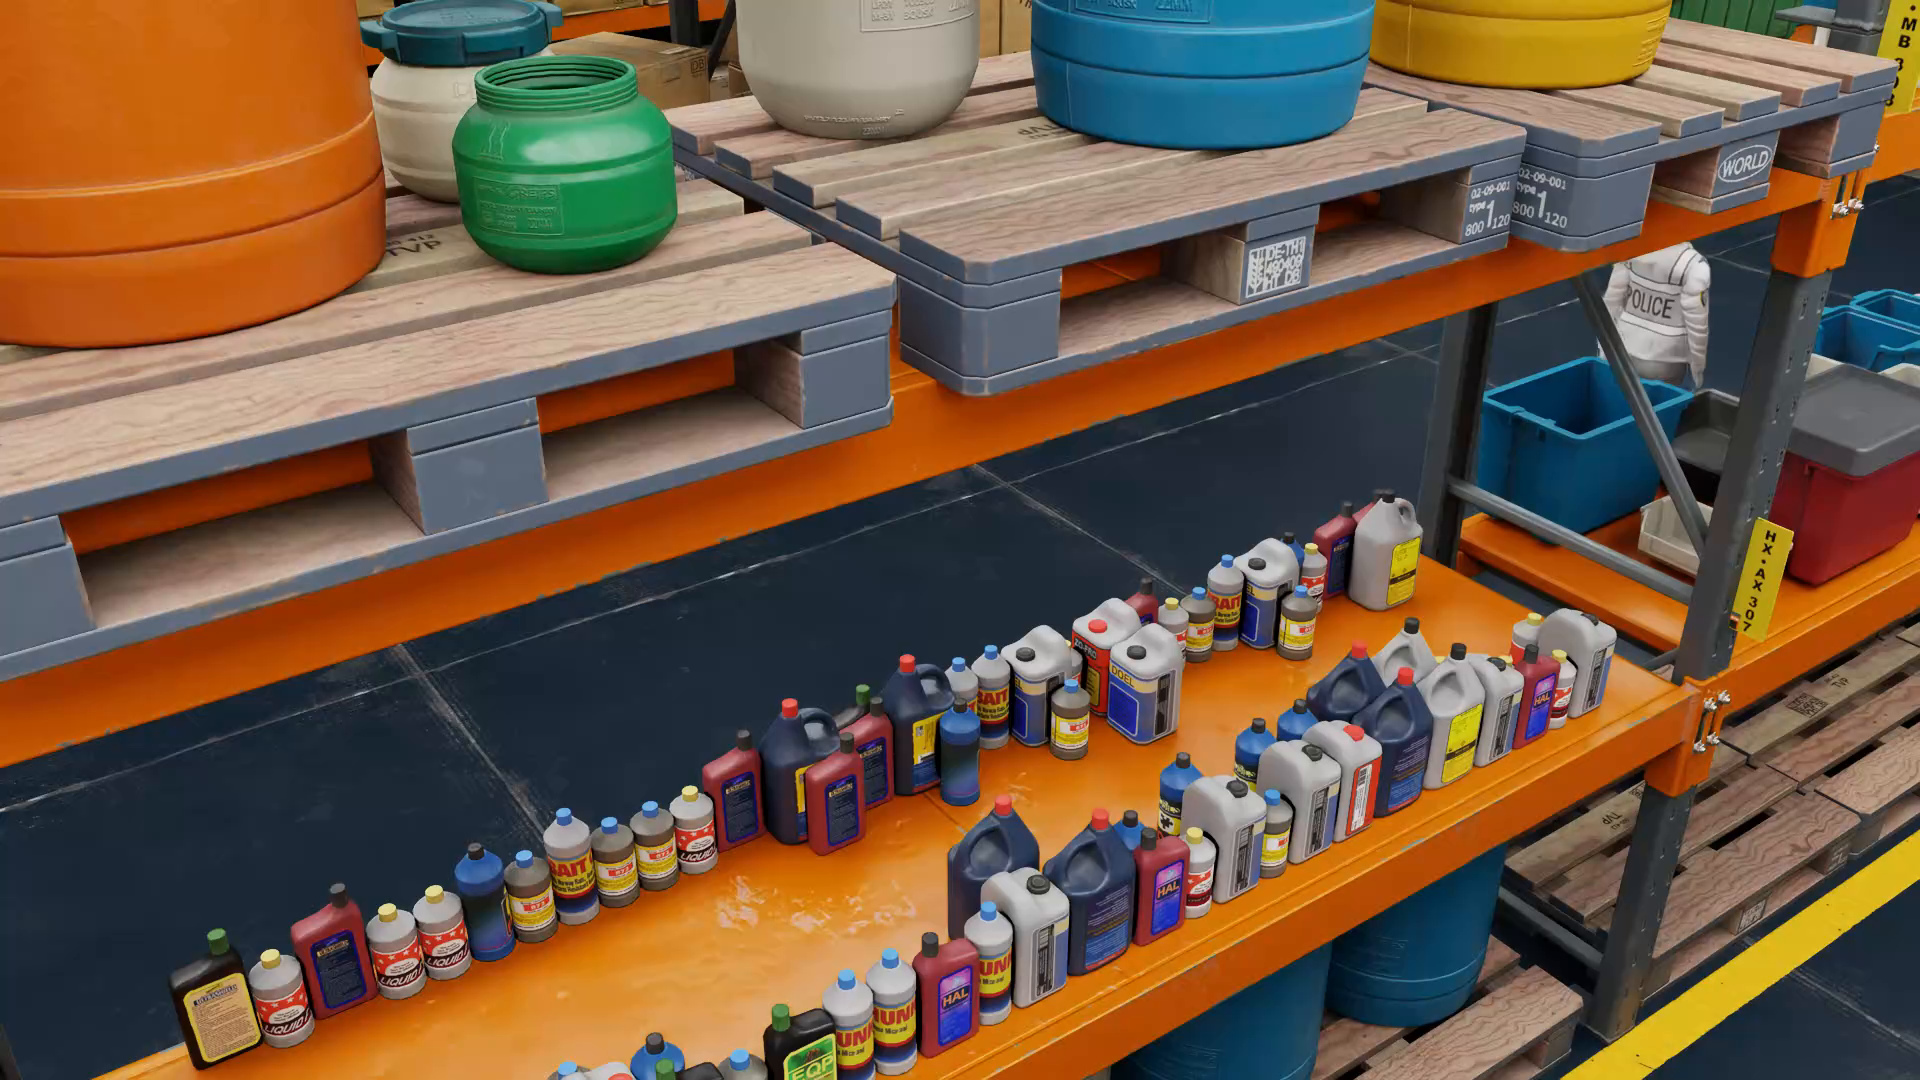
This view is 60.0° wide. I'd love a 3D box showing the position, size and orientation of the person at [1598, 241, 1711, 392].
[{"bbox_3d":[3.160,-0.825,7.568,0.438,1.706,0.482,-16,32,-26],"label":"person"}]
